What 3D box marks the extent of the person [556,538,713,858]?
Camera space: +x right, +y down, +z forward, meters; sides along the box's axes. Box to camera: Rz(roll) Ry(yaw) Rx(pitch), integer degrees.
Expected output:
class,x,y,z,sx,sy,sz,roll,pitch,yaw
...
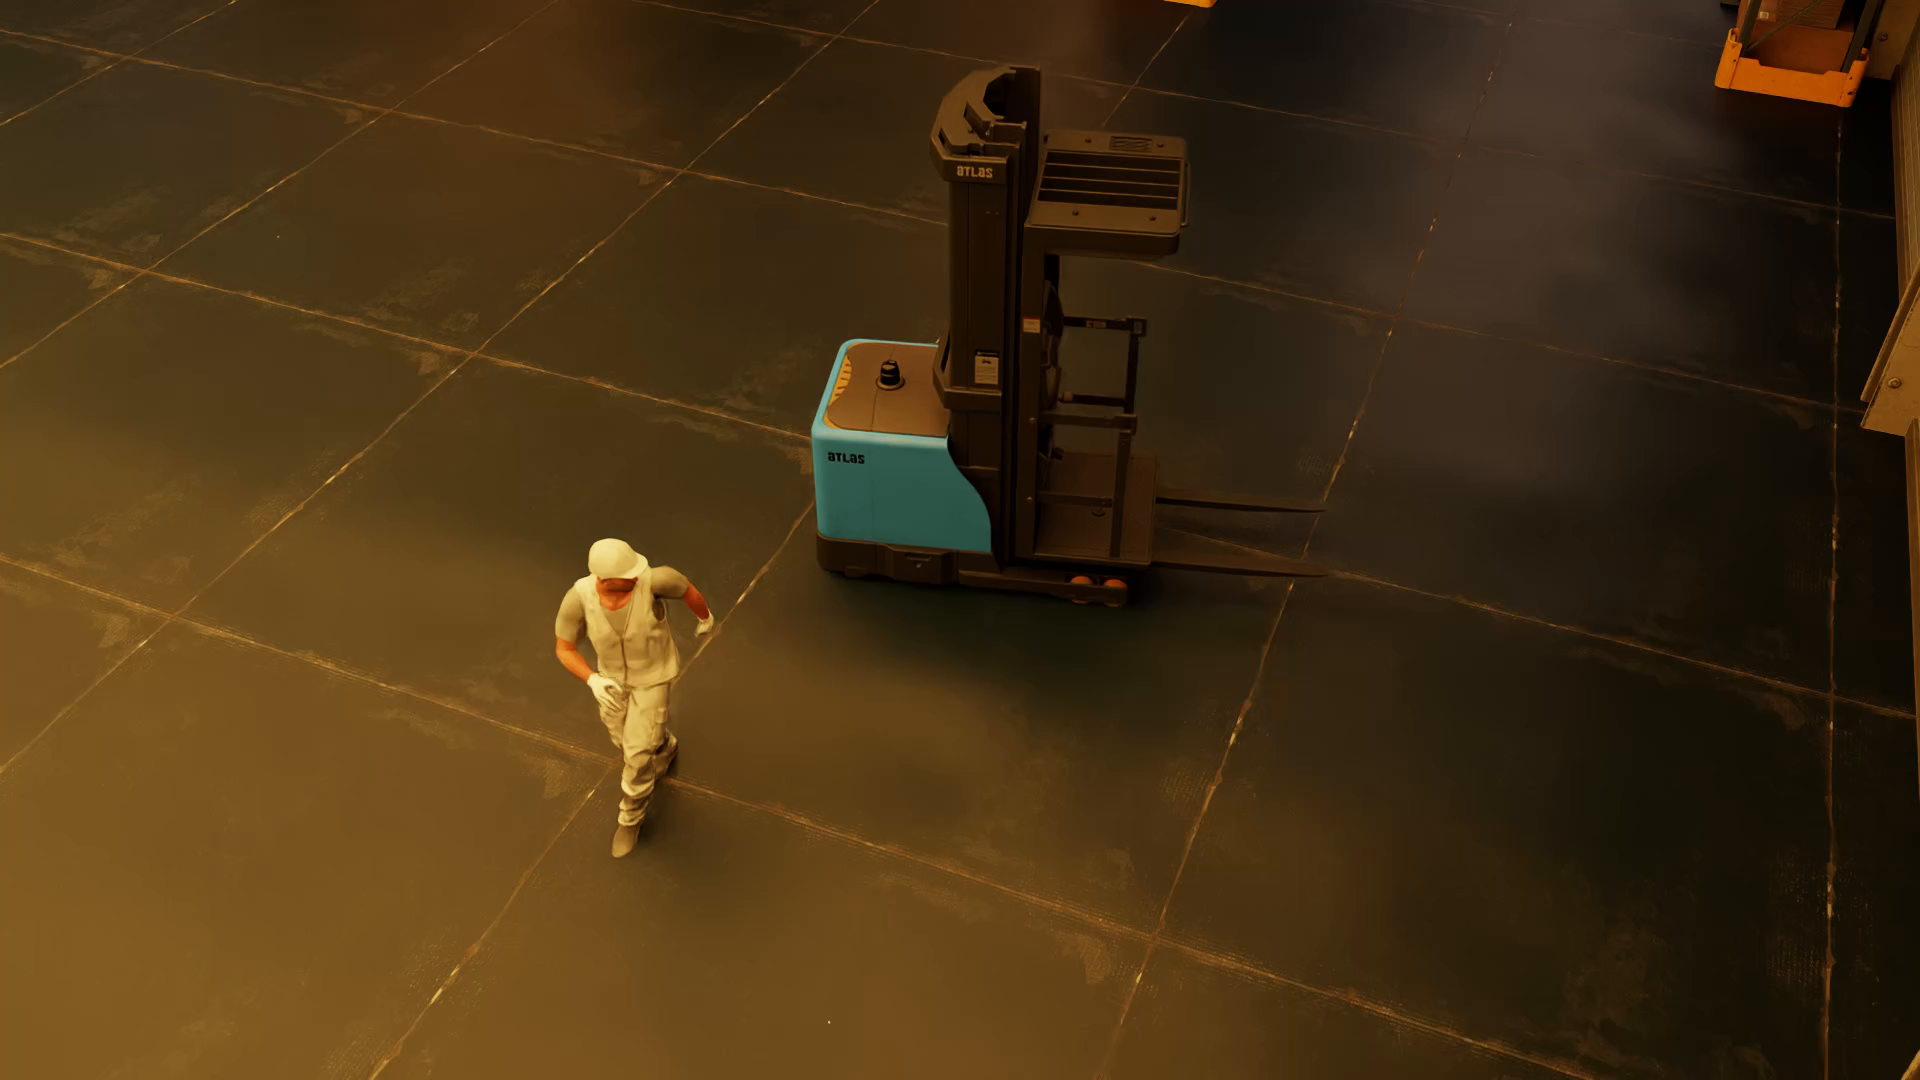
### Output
class,x,y,z,sx,sy,sz,roll,pitch,yaw
person,-1.616,0.674,8.181,0.577,1.753,0.935,10,41,11

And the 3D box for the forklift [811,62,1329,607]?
class,x,y,z,sx,sy,sz,roll,pitch,yaw
forklift,0.700,-1.095,9.314,3.031,2.935,1.130,5,40,6
